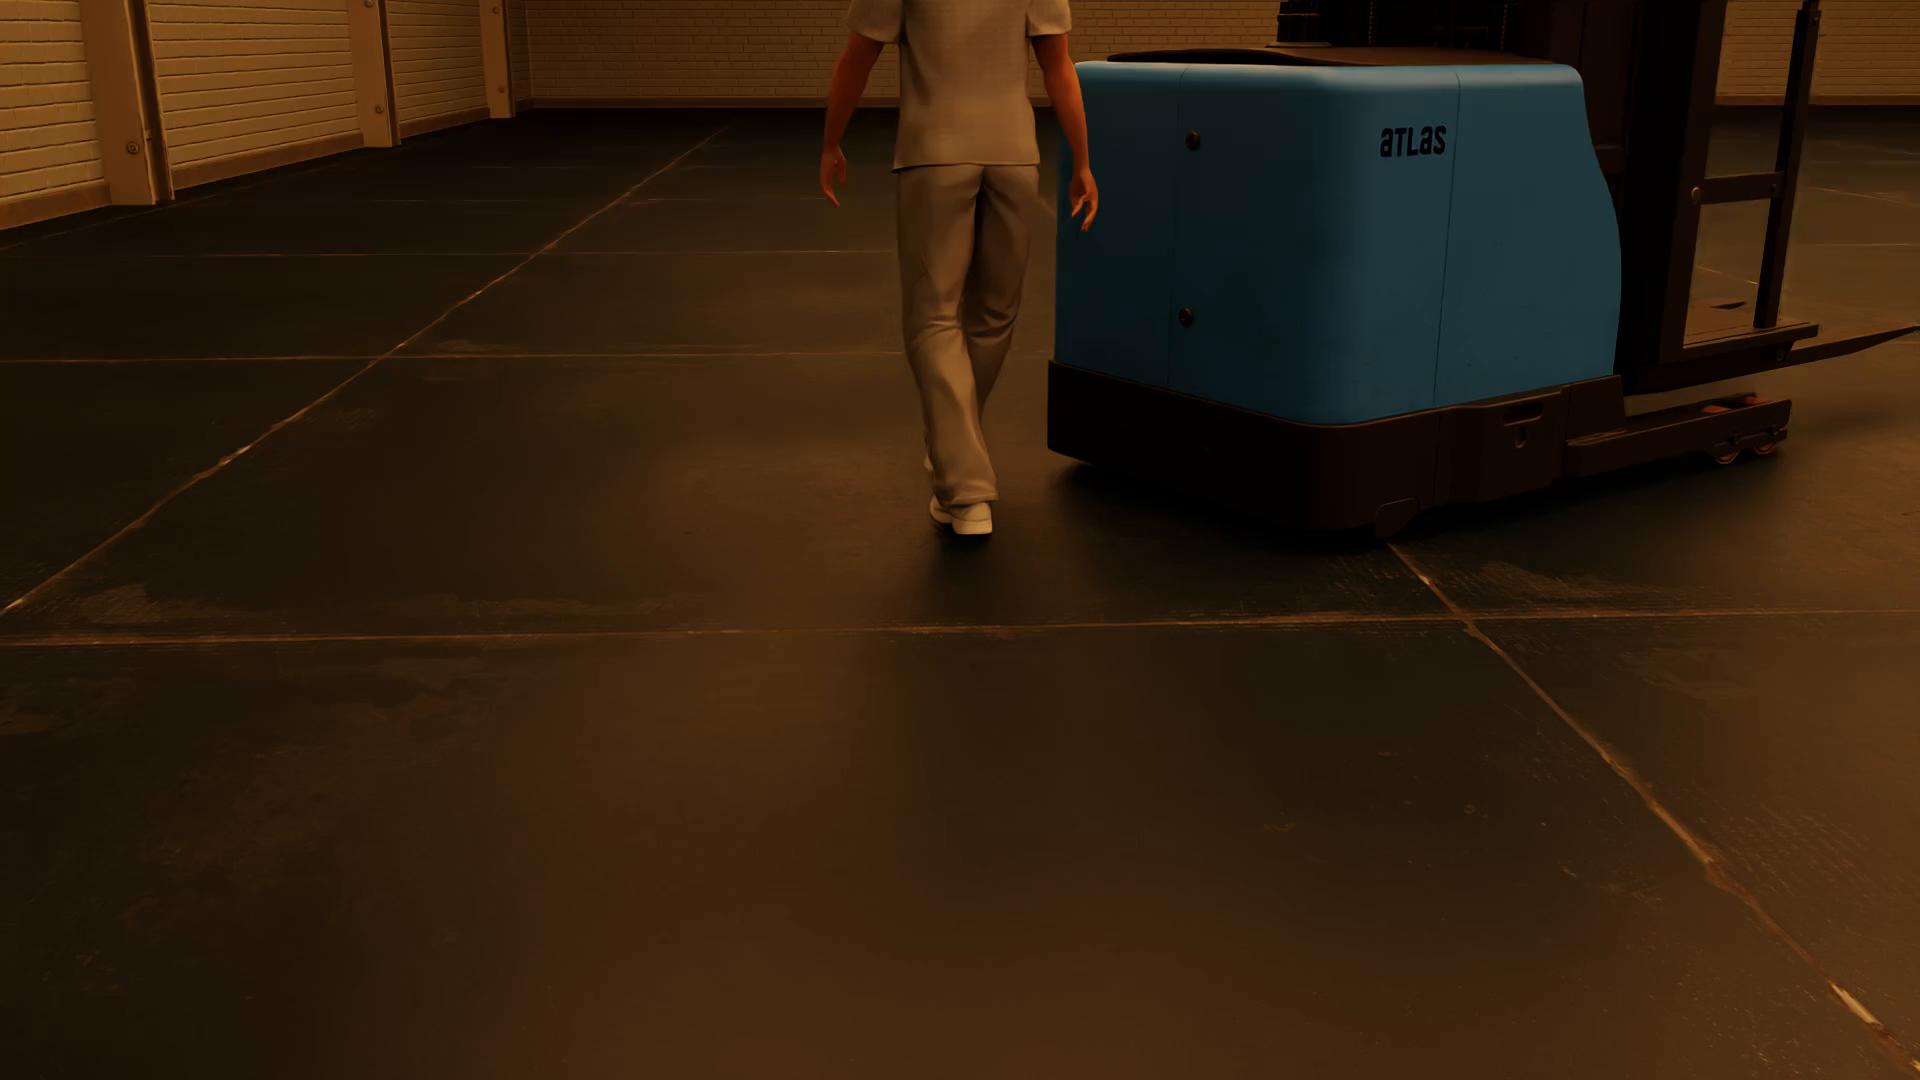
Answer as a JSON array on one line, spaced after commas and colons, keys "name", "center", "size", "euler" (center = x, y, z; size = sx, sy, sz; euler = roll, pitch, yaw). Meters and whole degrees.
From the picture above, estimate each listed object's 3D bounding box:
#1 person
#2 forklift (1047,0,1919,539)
[{"name": "person", "center": [-0.017, -0.897, 4.059], "size": [0.624, 1.640, 0.814], "euler": [-6, 18, -17]}, {"name": "forklift", "center": [1.734, -1.722, 4.535], "size": [3.031, 2.935, 1.130], "euler": [-12, 21, -33]}]
